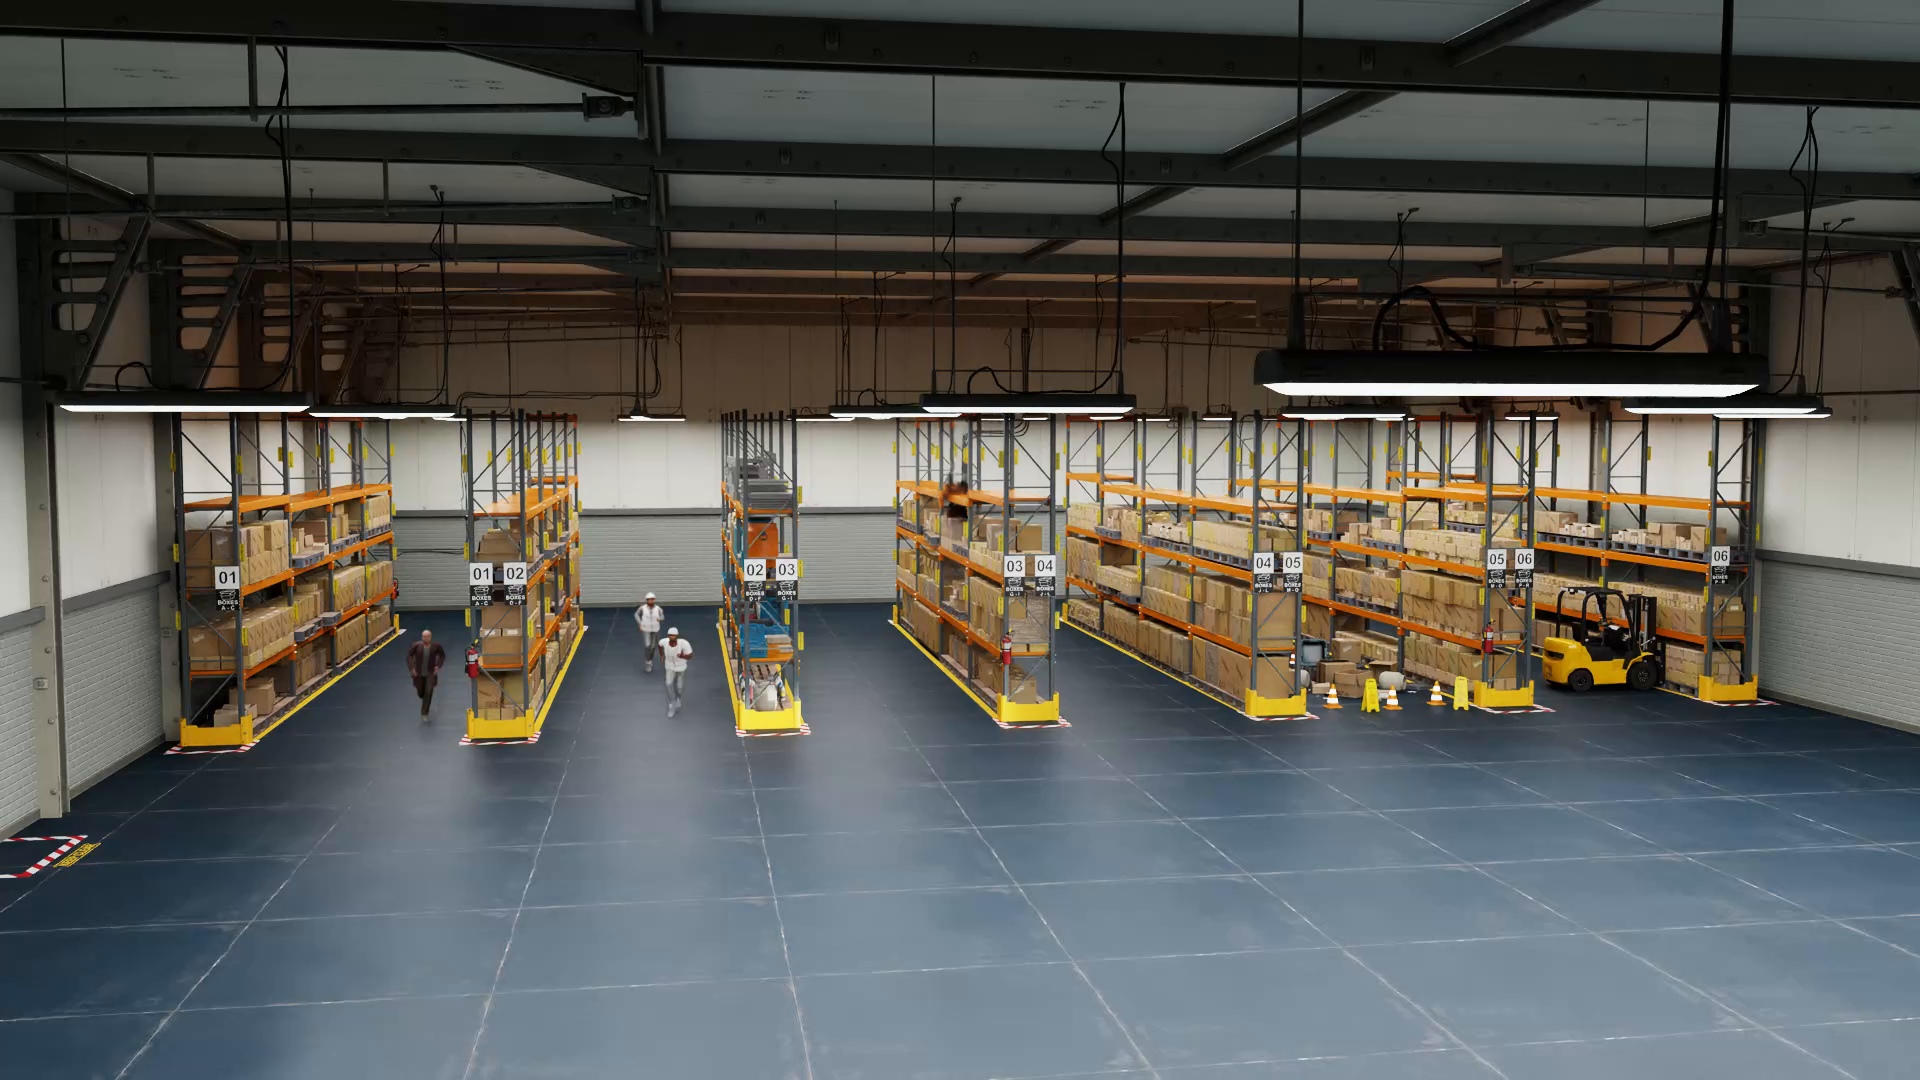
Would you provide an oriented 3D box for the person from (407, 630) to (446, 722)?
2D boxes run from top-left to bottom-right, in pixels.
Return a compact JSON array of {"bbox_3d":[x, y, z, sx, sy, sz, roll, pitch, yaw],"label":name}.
[{"bbox_3d":[-10.392,2.666,32.406,0.719,1.675,0.985,-1,4,-13],"label":"person"}]

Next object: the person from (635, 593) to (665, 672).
[{"bbox_3d":[-7.208,2.141,38.734,0.642,1.837,0.799,-2,4,-24],"label":"person"}]

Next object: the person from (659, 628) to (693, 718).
[{"bbox_3d":[-5.604,2.579,32.814,0.691,1.772,0.961,0,4,-4],"label":"person"}]
